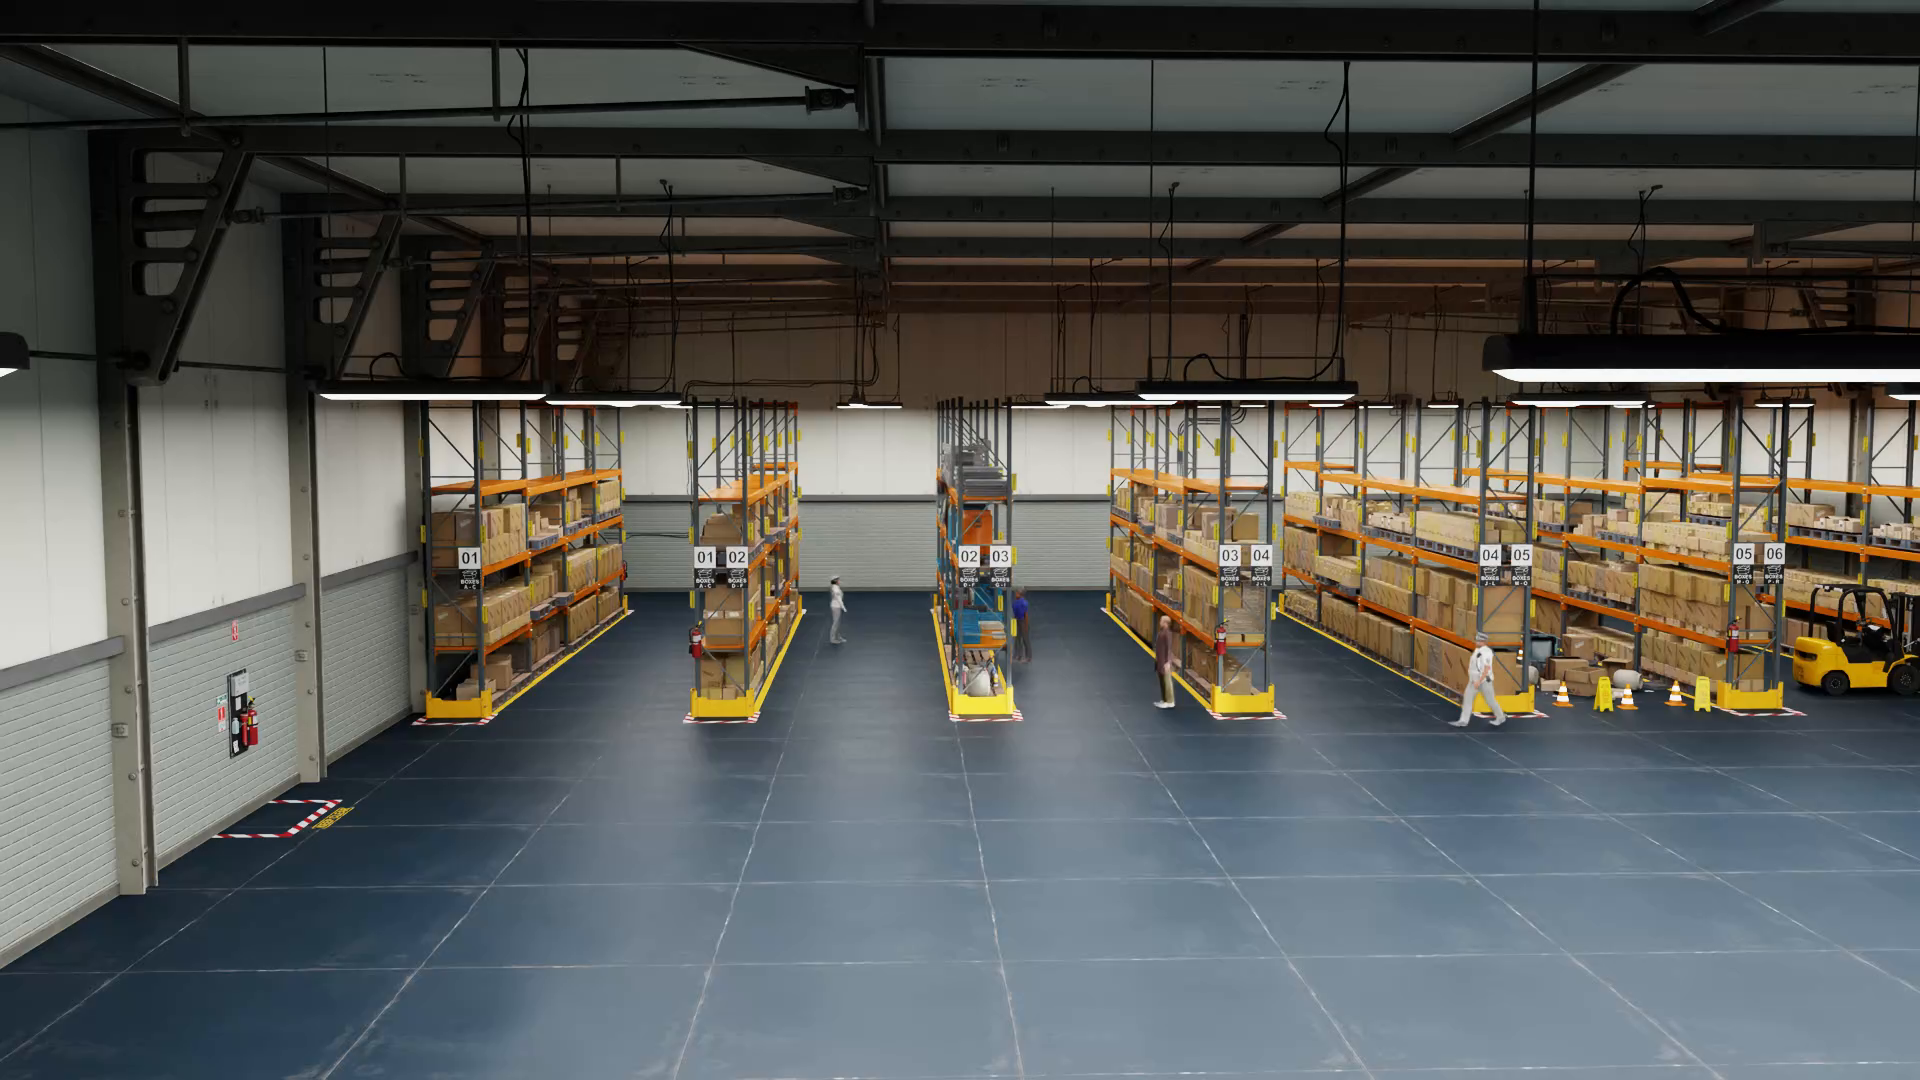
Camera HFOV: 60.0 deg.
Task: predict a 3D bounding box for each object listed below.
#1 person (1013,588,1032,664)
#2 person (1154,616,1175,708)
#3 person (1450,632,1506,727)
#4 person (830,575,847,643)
[{"bbox_3d":[1.367,1.909,37.217,0.383,1.674,0.473,-3,5,-35],"label":"person"},{"bbox_3d":[3.970,2.352,32.149,0.371,1.793,0.690,0,4,-4],"label":"person"},{"bbox_3d":[9.396,2.528,30.045,1.022,1.731,0.506,-2,5,-25],"label":"person"},{"bbox_3d":[-3.007,1.705,41.135,0.437,1.694,0.492,0,4,-6],"label":"person"}]
